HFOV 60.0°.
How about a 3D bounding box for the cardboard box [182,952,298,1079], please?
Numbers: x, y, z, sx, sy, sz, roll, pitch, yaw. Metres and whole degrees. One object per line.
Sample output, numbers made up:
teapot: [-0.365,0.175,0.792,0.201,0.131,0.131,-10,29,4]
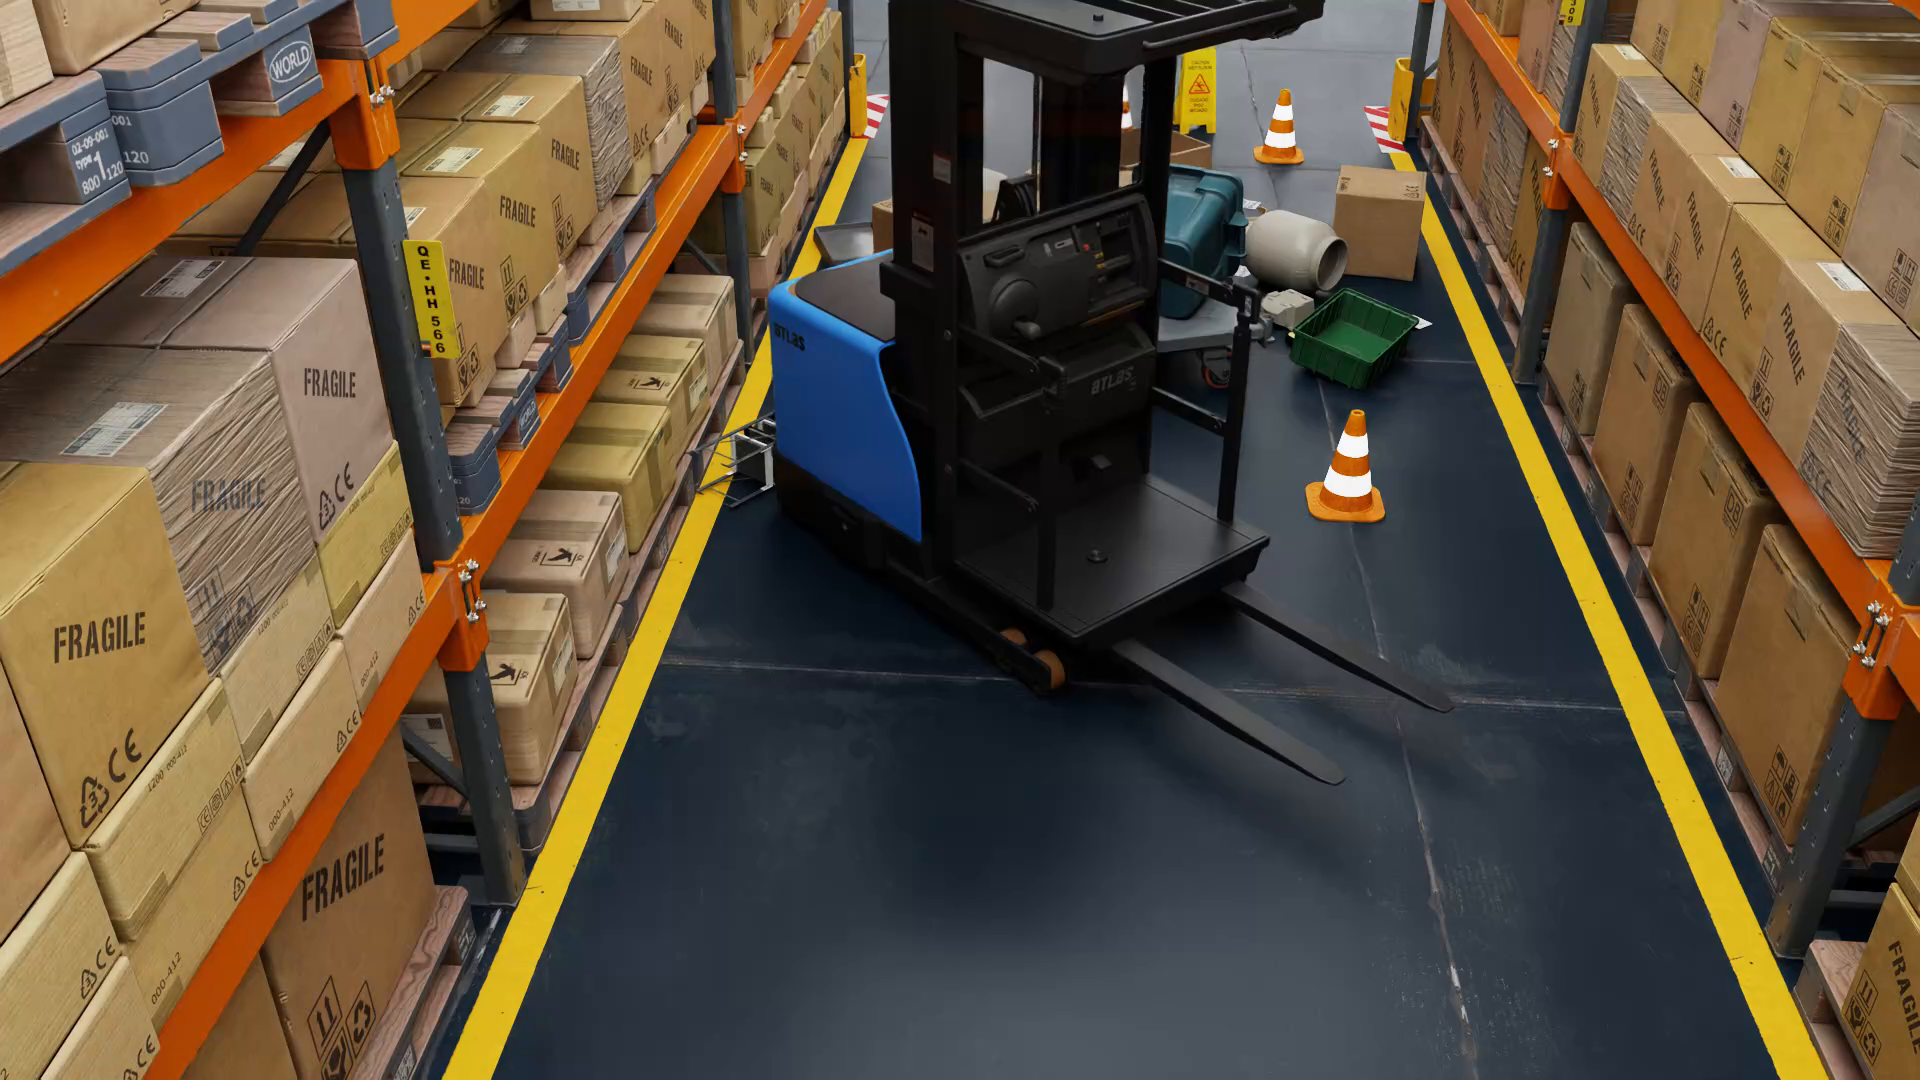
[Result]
cardboard box: [-2.131,1.402,3.740,0.875,0.875,0.875,3,32,5]

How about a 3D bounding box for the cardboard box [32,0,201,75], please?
cardboard box: [-1.806,-1.120,2.853,0.700,0.500,0.500,1,32,2]

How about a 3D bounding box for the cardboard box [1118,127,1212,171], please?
cardboard box: [1.117,-2.241,10.407,0.797,0.503,0.637,-20,37,-29]

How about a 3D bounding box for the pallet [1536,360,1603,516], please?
pallet: [3.365,-0.486,7.838,1.003,0.211,1.213,2,32,4]

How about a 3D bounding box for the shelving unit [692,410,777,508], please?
shelving unit: [-0.832,-0.449,7.764,0.258,0.210,0.900,23,37,32]

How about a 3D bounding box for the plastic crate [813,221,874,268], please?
plastic crate: [-0.644,-1.782,10.065,0.402,0.080,0.583,-8,33,-13]

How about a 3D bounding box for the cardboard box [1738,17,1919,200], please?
cardboard box: [3.194,-1.491,5.762,0.700,0.500,0.500,2,32,3]

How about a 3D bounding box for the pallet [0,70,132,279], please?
pallet: [-2.002,-0.420,2.393,1.003,0.211,1.213,4,32,6]

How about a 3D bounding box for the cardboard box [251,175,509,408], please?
cardboard box: [-1.647,-0.721,4.781,0.500,0.500,0.500,2,32,3]

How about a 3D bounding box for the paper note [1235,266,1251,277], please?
paper note: [1.639,-1.601,9.826,0.172,0.023,0.155,14,34,21]

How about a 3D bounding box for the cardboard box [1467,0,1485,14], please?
cardboard box: [3.500,-3.464,9.868,0.875,0.550,0.550,2,32,4]

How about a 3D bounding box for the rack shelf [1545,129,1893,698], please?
rack shelf: [3.190,-0.728,6.258,1.077,0.370,4.000,2,32,4]

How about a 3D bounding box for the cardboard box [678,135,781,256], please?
cardboard box: [-1.272,-1.863,8.920,0.500,0.500,0.500,4,32,6]

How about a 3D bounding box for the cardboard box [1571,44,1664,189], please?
cardboard box: [3.042,-1.859,7.312,0.500,0.500,0.500,3,32,5]

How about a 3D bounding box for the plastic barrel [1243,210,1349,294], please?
plastic barrel: [1.916,-1.642,9.511,0.512,0.421,0.421,27,41,37]

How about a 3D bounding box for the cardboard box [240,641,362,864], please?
cardboard box: [-1.723,0.460,3.787,0.500,0.250,0.500,3,32,5]

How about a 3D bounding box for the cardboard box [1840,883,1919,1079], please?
cardboard box: [2.715,1.256,4.335,0.500,0.500,0.500,1,32,2]

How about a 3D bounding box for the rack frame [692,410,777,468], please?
rack frame: [-0.830,-0.536,7.712,0.240,0.006,0.900,23,37,32]

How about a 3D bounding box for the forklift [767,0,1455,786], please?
forklift: [0.518,-0.964,6.021,1.130,2.935,3.031,-24,39,-33]

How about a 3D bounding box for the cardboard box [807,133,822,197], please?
cardboard box: [-1.148,-2.360,10.441,0.500,0.250,0.500,1,32,2]

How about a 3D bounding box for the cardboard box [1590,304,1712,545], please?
cardboard box: [3.309,-0.468,6.895,1.050,0.750,0.750,2,32,4]

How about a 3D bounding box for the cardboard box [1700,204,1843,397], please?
cardboard box: [2.879,-0.800,5.594,0.500,0.500,0.500,2,32,3]

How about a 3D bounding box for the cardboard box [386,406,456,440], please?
cardboard box: [-1.703,-0.381,4.848,0.380,0.149,0.250,1,32,1]

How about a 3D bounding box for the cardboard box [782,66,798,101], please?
cardboard box: [-1.143,-2.612,9.517,0.380,0.149,0.250,4,32,7]

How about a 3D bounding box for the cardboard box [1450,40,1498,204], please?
cardboard box: [3.619,-2.628,10.281,0.875,0.875,0.875,2,32,3]

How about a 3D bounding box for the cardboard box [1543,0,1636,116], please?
cardboard box: [3.371,-2.337,8.041,0.875,0.550,0.550,2,32,4]

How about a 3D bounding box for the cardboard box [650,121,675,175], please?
cardboard box: [-1.397,-1.623,6.863,0.380,0.149,0.250,3,32,4]

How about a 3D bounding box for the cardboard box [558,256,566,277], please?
cardboard box: [-1.593,-0.941,5.757,0.380,0.149,0.250,4,32,7]

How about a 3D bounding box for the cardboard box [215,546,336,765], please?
cardboard box: [-1.739,0.236,3.674,0.500,0.250,0.500,2,32,3]

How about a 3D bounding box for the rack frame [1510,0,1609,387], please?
rack frame: [3.353,-2.080,7.766,1.000,3.000,0.127,2,32,4]

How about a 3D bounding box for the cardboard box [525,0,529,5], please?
cardboard box: [-1.953,-2.092,7.006,0.500,0.500,0.500,3,32,4]

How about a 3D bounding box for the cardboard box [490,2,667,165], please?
cardboard box: [-1.485,-1.806,6.543,0.500,0.500,0.500,4,32,6]

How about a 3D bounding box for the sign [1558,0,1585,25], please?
sign: [2.799,-2.505,7.556,0.100,0.325,0.005,2,32,4]

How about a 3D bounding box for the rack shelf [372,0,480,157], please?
rack shelf: [-1.752,-2.164,5.728,1.077,0.370,4.000,2,32,4]

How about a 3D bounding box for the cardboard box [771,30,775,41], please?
cardboard box: [-1.238,-2.826,9.216,0.380,0.149,0.250,2,32,4]

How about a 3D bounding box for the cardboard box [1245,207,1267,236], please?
cardboard box: [1.657,-1.894,10.070,0.396,0.266,0.258,8,32,12]

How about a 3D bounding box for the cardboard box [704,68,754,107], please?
cardboard box: [-1.244,-2.283,8.335,0.380,0.149,0.250,2,32,4]

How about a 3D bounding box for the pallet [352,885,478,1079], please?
pallet: [-2.054,1.449,4.697,1.003,0.211,1.213,2,32,4]

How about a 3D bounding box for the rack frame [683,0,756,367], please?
rack frame: [-1.589,-2.239,8.024,1.000,3.000,0.127,2,32,4]

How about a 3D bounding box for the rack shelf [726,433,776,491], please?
rack shelf: [-0.965,-0.365,7.620,0.258,0.200,0.077,23,37,32]

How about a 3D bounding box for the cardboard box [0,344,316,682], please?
cardboard box: [-1.730,-0.065,3.448,0.500,0.500,0.500,3,32,5]

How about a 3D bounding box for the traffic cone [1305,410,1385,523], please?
traffic cone: [1.739,-0.363,7.399,0.336,0.463,0.334,2,32,4]

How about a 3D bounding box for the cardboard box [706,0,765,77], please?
cardboard box: [-1.275,-2.626,8.273,0.500,0.500,0.500,2,32,4]

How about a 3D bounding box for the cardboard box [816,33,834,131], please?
cardboard box: [-1.108,-2.955,10.691,0.500,0.500,0.500,4,32,6]

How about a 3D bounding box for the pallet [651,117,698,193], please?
pallet: [-1.796,-1.764,7.436,1.003,0.211,1.213,2,32,4]

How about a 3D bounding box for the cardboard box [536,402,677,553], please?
cardboard box: [-1.739,-0.285,6.957,0.950,0.372,0.625,3,32,6]

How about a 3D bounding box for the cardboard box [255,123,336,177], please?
cardboard box: [-2.124,-1.015,5.260,0.500,0.500,0.500,2,32,3]
